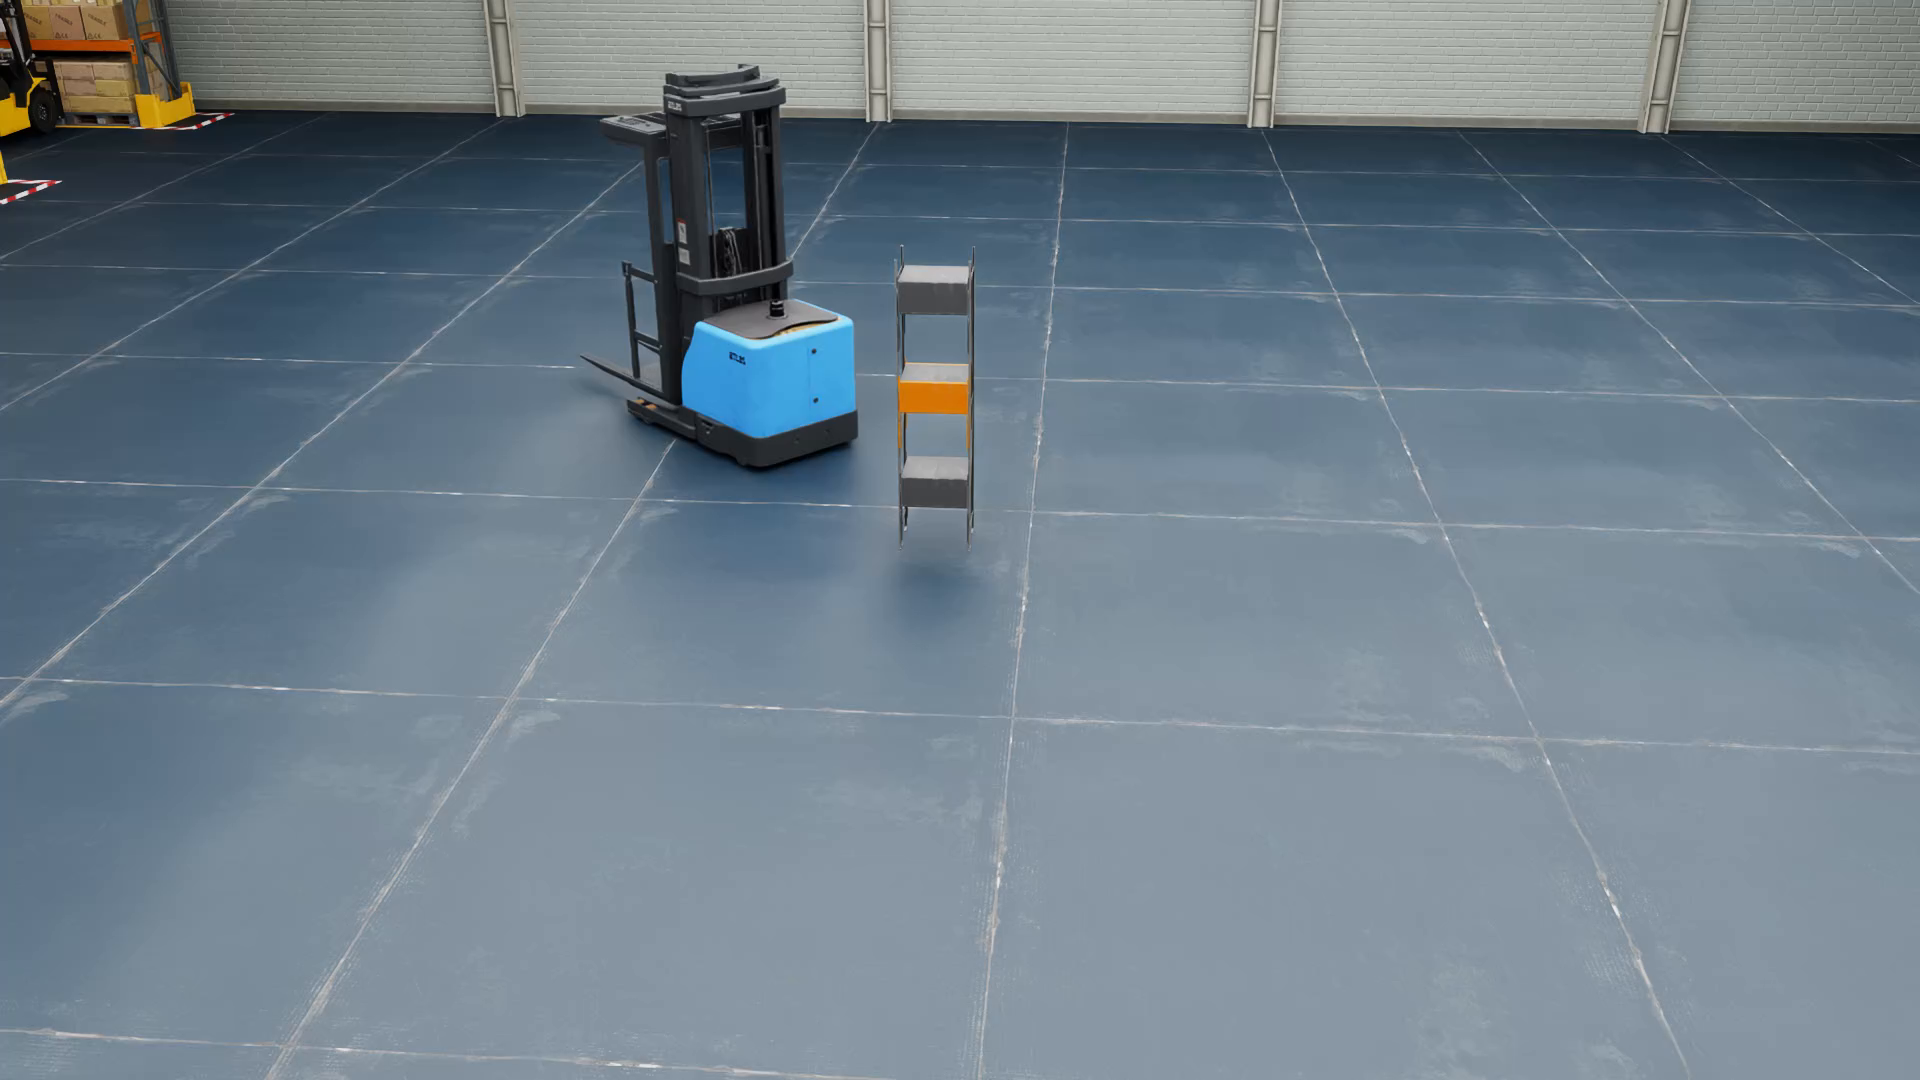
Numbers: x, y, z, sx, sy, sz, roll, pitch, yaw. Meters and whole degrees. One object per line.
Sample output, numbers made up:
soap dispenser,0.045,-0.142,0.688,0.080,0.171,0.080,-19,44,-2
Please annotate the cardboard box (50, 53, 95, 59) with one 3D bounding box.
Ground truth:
cardboard box,-14.082,-7.565,26.405,0.500,0.250,0.500,2,25,4

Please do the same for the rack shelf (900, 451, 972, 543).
rack shelf,-0.165,-0.311,11.832,0.480,0.518,0.431,2,25,4

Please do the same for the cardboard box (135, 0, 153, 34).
cardboard box,-13.093,-8.217,26.112,0.500,0.500,0.500,3,25,6

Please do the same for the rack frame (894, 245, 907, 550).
rack frame,-0.408,-0.967,11.551,0.015,2.100,0.400,2,25,4

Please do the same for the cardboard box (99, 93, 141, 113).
cardboard box,-13.113,-6.865,26.080,0.500,0.250,0.500,2,25,4

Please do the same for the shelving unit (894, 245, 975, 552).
shelving unit,-0.165,-0.959,11.534,0.503,2.100,0.431,2,25,4

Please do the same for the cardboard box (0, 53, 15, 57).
cardboard box,-15.094,-7.597,26.475,0.500,0.250,0.500,2,25,4

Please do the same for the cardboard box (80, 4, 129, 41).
cardboard box,-13.131,-7.992,25.622,0.500,0.500,0.500,1,25,3

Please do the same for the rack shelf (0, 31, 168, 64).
rack shelf,-14.615,-7.778,26.136,4.000,0.370,1.077,2,25,4

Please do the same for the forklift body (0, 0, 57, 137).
forklift body,-14.651,-6.955,24.504,1.214,2.155,2.313,2,25,4

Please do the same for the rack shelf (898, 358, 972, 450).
rack shelf,-0.165,-0.947,11.540,0.480,0.518,0.431,2,25,4

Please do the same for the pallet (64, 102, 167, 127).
pallet,-13.386,-6.781,26.445,1.213,0.211,1.003,2,25,4

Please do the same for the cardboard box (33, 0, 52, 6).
cardboard box,-14.015,-8.306,25.528,0.250,0.149,0.380,1,25,2

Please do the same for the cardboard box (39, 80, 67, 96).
cardboard box,-14.145,-7.123,26.041,0.500,0.250,0.500,1,25,3

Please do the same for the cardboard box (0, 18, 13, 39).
cardboard box,-14.661,-8.040,25.727,0.500,0.500,0.500,2,25,4

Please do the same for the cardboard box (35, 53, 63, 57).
cardboard box,-14.592,-7.585,26.447,0.500,0.250,0.500,1,25,3

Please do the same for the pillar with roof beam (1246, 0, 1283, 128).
pillar with roof beam,4.372,-8.793,20.306,0.400,9.000,9.100,2,25,4

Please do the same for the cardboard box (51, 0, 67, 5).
cardboard box,-13.745,-8.317,25.552,0.250,0.149,0.380,2,25,4

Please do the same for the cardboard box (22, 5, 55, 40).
cardboard box,-14.159,-8.029,25.702,0.500,0.500,0.500,1,25,3

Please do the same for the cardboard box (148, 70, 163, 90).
cardboard box,-13.073,-7.311,26.450,0.500,0.250,0.500,2,25,5

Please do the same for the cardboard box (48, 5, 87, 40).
cardboard box,-13.648,-8.013,25.667,0.500,0.500,0.500,3,25,6

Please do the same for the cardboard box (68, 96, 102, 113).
cardboard box,-13.608,-6.885,26.123,0.500,0.250,0.500,2,25,4

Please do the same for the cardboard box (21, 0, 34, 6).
cardboard box,-14.269,-8.306,25.528,0.250,0.149,0.380,2,25,4

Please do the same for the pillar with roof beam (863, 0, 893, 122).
pillar with roof beam,-1.611,-8.985,20.724,0.400,9.000,9.100,2,25,4

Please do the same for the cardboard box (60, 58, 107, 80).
cardboard box,-13.613,-7.335,25.904,0.500,0.250,0.500,2,25,5

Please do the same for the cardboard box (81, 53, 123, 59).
cardboard box,-13.584,-7.545,26.361,0.500,0.250,0.500,2,25,4

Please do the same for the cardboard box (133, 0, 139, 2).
cardboard box,-12.939,-8.499,25.949,0.250,0.149,0.380,1,25,3

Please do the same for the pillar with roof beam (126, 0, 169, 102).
pillar with roof beam,-13.575,-9.369,21.558,0.400,9.000,9.100,2,25,4

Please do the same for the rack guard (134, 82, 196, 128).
rack guard,-12.597,-6.904,26.368,0.348,0.500,1.175,2,25,4

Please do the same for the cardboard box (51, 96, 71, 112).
cardboard box,-14.106,-6.905,26.166,0.500,0.250,0.500,2,25,5

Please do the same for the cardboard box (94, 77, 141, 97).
cardboard box,-13.130,-7.094,25.980,0.500,0.250,0.500,2,25,3

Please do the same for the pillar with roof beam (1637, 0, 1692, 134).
pillar with roof beam,10.354,-8.601,19.889,0.400,9.000,9.100,2,25,4

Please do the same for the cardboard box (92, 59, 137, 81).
cardboard box,-13.104,-7.321,25.874,0.500,0.250,0.500,3,25,6

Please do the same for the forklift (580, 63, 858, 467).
forklift,-2.194,-2.438,13.754,1.130,2.935,3.031,-21,32,-37

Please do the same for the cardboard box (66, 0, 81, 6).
cardboard box,-13.499,-8.304,25.525,0.250,0.149,0.380,2,25,5

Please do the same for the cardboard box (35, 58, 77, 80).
cardboard box,-14.117,-7.347,25.930,0.500,0.250,0.500,2,25,5

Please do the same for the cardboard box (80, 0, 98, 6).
cardboard box,-13.245,-8.271,25.451,0.250,0.149,0.380,2,25,5

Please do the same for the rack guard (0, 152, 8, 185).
rack guard,-13.073,-4.838,21.878,0.348,0.500,1.175,2,25,4

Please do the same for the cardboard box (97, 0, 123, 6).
cardboard box,-12.988,-8.275,25.461,0.250,0.149,0.380,2,25,5

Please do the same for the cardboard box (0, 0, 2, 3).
cardboard box,-14.771,-8.331,25.582,0.250,0.149,0.380,1,25,3

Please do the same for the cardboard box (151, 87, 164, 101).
cardboard box,-13.095,-7.079,26.545,0.500,0.250,0.500,2,25,4

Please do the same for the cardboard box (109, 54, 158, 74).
cardboard box,-13.085,-7.531,26.330,0.500,0.250,0.500,1,25,3

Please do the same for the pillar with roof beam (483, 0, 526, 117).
pillar with roof beam,-7.593,-9.177,21.141,0.400,9.000,9.100,2,25,4

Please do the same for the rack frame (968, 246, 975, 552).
rack frame,0.078,-0.951,11.517,0.015,2.100,0.400,2,25,4

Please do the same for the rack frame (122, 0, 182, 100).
rack frame,-12.621,-8.040,25.847,0.127,3.000,1.000,2,25,4

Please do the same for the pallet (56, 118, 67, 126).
pallet,-14.599,-6.821,26.532,1.213,0.211,1.003,2,25,4

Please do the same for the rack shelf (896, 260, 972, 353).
rack shelf,-0.165,-1.583,11.247,0.480,0.518,0.431,2,25,4

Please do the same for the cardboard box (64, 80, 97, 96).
cardboard box,-13.629,-7.115,26.025,0.500,0.250,0.500,2,25,3
